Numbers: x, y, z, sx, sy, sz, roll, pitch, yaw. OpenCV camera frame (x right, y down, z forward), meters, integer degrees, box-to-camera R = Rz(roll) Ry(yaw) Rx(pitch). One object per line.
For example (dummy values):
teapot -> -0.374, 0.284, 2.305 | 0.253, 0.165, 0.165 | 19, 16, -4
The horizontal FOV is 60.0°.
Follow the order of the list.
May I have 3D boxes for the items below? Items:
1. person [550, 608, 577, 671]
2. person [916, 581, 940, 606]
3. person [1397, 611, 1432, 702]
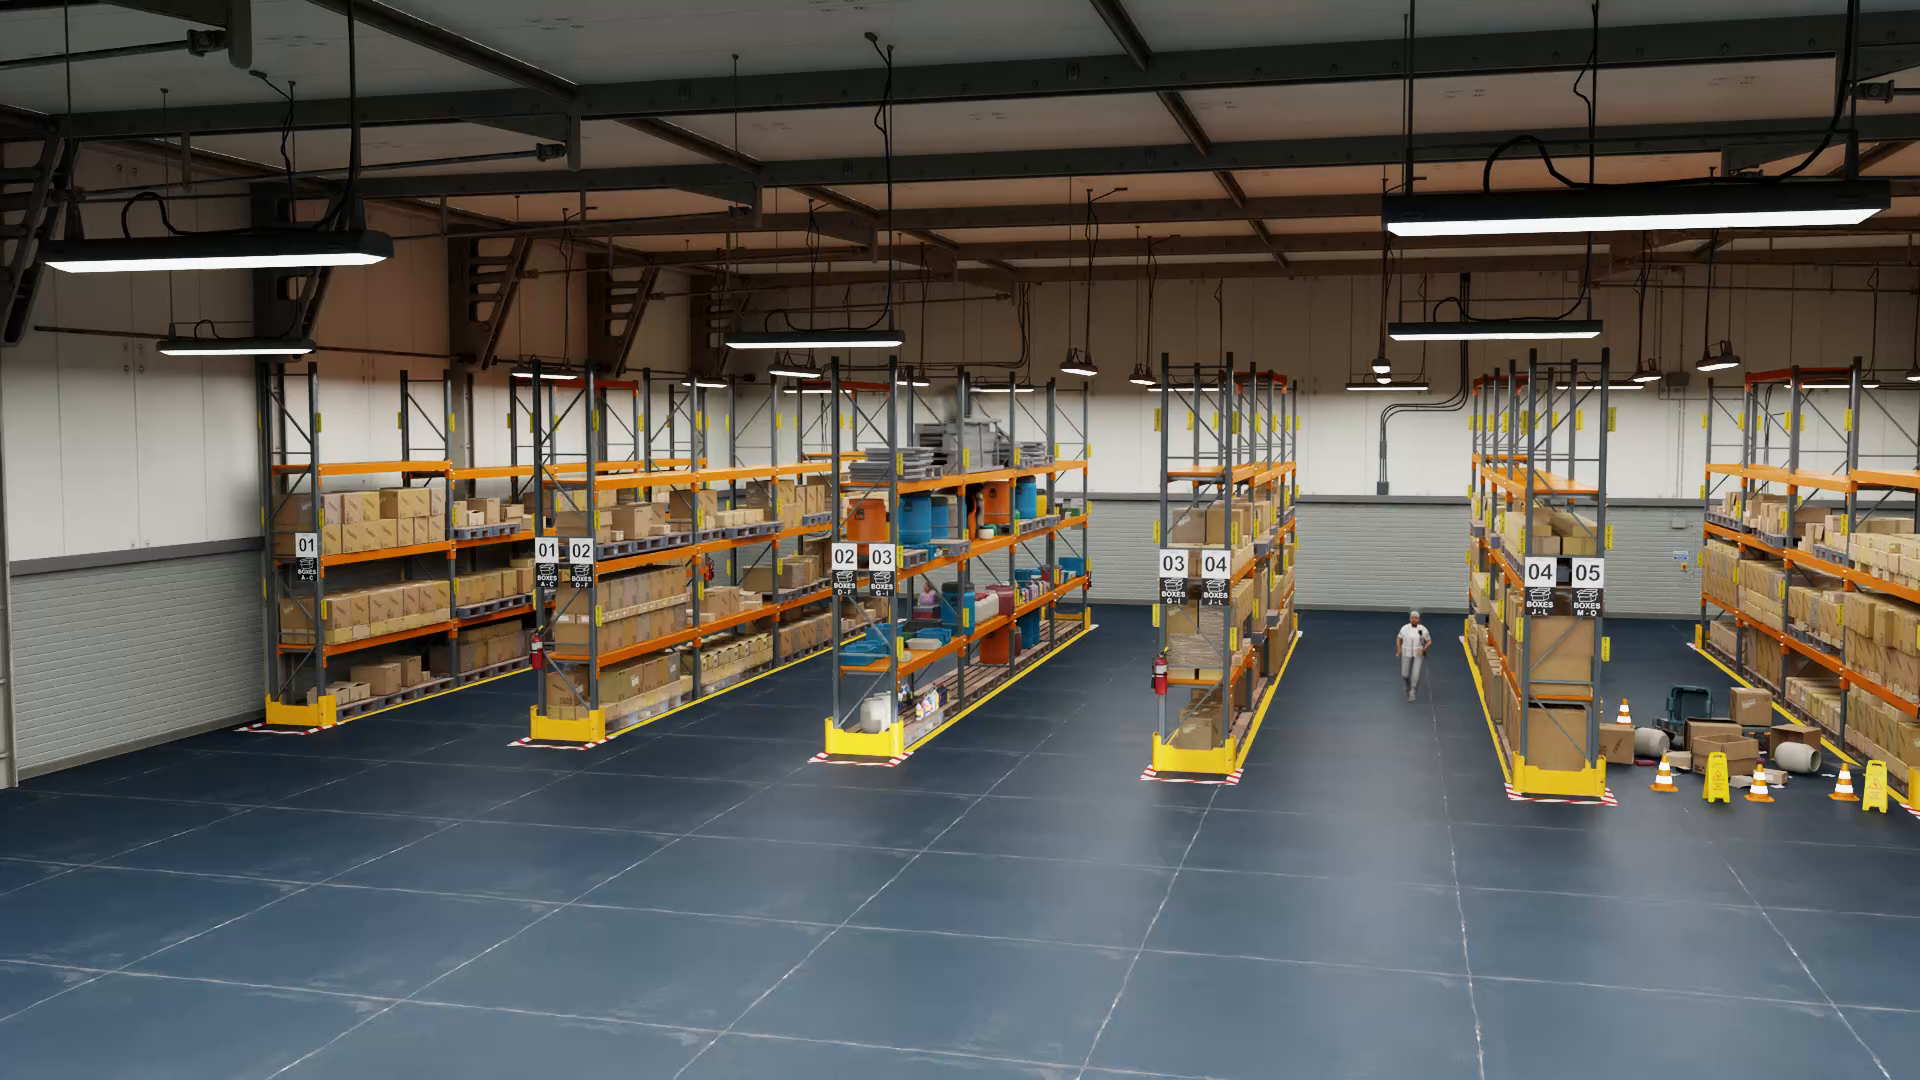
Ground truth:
person -> -7.531, 1.904, 32.034 | 0.701, 1.754, 0.823 | 0, 4, 6
person -> -0.649, 1.675, 35.891 | 0.544, 1.589, 0.813 | 1, 4, 19
person -> 8.175, 2.102, 29.992 | 0.621, 1.609, 0.554 | 2, 4, 21
